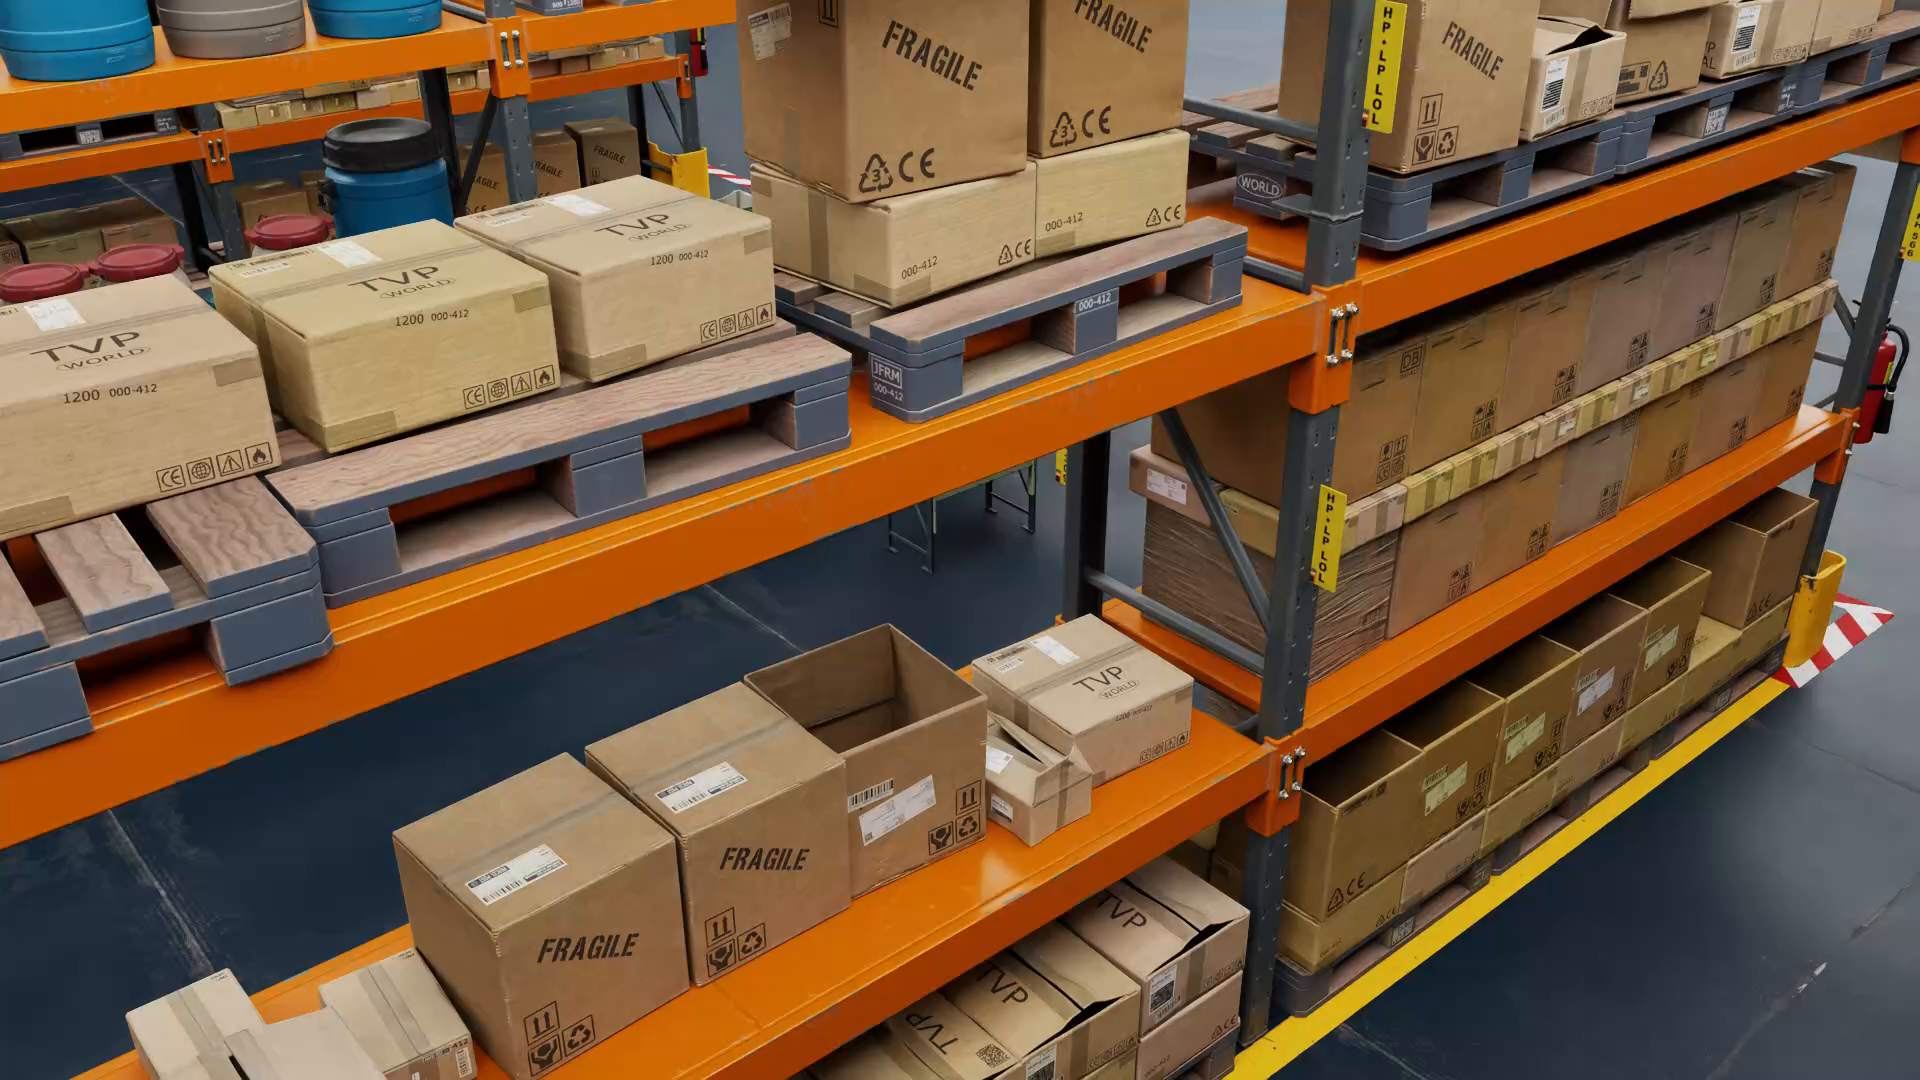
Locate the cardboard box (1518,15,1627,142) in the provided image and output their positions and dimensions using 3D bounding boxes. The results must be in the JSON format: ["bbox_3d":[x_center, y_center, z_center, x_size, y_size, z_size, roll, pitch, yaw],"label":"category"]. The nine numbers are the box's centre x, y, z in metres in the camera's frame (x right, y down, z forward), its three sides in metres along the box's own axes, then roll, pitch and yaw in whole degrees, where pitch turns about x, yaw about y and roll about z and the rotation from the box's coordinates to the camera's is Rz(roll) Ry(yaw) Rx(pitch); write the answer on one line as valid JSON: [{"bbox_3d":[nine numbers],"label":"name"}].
[{"bbox_3d":[1.694,-1.474,5.145,0.500,0.311,0.500,-24,36,-37],"label":"cardboard box"}]

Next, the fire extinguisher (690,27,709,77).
[{"bbox_3d":[-2.269,-4.332,14.255,0.183,0.674,0.296,-22,35,-35],"label":"fire extinguisher"}]

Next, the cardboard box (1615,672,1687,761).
[{"bbox_3d":[2.803,0.666,7.294,0.500,0.250,0.500,-22,35,-35],"label":"cardboard box"}]

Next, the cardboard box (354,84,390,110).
[{"bbox_3d":[-4.568,-3.419,12.732,0.250,0.149,0.380,-22,35,-35],"label":"cardboard box"}]

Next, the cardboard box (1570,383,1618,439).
[{"bbox_3d":[2.235,-0.537,6.279,0.250,0.149,0.380,-22,35,-35],"label":"cardboard box"}]

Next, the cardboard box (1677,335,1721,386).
[{"bbox_3d":[2.819,-0.772,6.718,0.250,0.149,0.380,-21,34,-33],"label":"cardboard box"}]

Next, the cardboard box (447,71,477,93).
[{"bbox_3d":[-4.046,-3.676,13.212,0.250,0.149,0.380,-22,35,-35],"label":"cardboard box"}]

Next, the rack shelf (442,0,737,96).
[{"bbox_3d":[-0.962,-3.114,9.475,4.000,0.370,1.077,-22,35,-35],"label":"rack shelf"}]

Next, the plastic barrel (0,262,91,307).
[{"bbox_3d":[-4.241,-0.985,7.767,0.433,0.535,0.433,0,28,0],"label":"plastic barrel"}]

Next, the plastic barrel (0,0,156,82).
[{"bbox_3d":[-3.725,-2.407,6.857,0.708,0.901,0.600,-22,35,-35],"label":"plastic barrel"}]

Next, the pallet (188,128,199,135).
[{"bbox_3d":[-8.211,-4.056,16.617,1.213,0.211,1.003,-22,35,-35],"label":"pallet"}]

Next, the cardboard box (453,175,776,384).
[{"bbox_3d":[-0.766,-0.598,3.718,0.500,0.250,0.500,25,37,38],"label":"cardboard box"}]

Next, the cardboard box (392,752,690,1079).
[{"bbox_3d":[-1.049,0.941,4.200,0.500,0.500,0.500,-24,36,-37],"label":"cardboard box"}]

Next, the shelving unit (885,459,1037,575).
[{"bbox_3d":[0.005,-0.664,8.900,0.755,1.500,0.431,-22,35,-35],"label":"shelving unit"}]

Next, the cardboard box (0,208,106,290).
[{"bbox_3d":[-6.554,-2.045,12.079,0.500,0.500,0.700,-22,35,-35],"label":"cardboard box"}]

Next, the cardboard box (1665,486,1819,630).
[{"bbox_3d":[3.557,0.025,7.697,0.500,0.500,0.500,-22,35,-35],"label":"cardboard box"}]

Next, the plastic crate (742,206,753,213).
[{"bbox_3d":[-1.268,-1.717,9.505,0.662,0.188,0.450,-22,35,-35],"label":"plastic crate"}]

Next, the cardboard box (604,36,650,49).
[{"bbox_3d":[-3.092,-4.513,14.090,0.500,0.500,0.875,-22,35,-35],"label":"cardboard box"}]

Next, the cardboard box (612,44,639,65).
[{"bbox_3d":[-2.929,-4.148,14.095,0.250,0.149,0.380,-22,35,-35],"label":"cardboard box"}]

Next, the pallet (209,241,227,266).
[{"bbox_3d":[-5.210,-2.261,13.256,1.213,0.211,1.003,-22,35,-35],"label":"pallet"}]

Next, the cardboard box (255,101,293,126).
[{"bbox_3d":[-5.141,-3.191,12.306,0.250,0.149,0.380,-22,35,-35],"label":"cardboard box"}]

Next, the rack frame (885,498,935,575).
[{"bbox_3d":[-0.273,-0.552,8.691,0.023,1.500,0.400,-22,35,-35],"label":"rack frame"}]

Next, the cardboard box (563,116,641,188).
[{"bbox_3d":[-3.141,-3.394,14.624,0.500,0.500,0.500,-15,32,-26],"label":"cardboard box"}]

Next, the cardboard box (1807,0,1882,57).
[{"bbox_3d":[3.067,-2.000,6.192,0.500,0.250,0.500,-22,35,-35],"label":"cardboard box"}]

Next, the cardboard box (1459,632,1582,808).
[{"bbox_3d":[2.045,0.642,6.542,0.500,0.500,0.500,-22,35,-35],"label":"cardboard box"}]

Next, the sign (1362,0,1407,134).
[{"bbox_3d":[1.088,-1.217,4.280,0.005,0.325,0.100,-22,35,-35],"label":"sign"}]

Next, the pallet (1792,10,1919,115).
[{"bbox_3d":[3.217,-2.020,6.758,1.213,0.211,1.003,-22,35,-35],"label":"pallet"}]

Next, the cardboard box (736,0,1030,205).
[{"bbox_3d":[-0.185,-1.135,3.927,0.500,0.500,0.500,-18,33,-30],"label":"cardboard box"}]

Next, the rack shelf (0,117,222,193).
[{"bbox_3d":[-7.220,-2.343,11.215,4.000,0.370,1.077,-22,35,-35],"label":"rack shelf"}]

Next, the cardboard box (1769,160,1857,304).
[{"bbox_3d":[3.368,-1.405,7.213,0.500,0.500,0.700,-22,35,-35],"label":"cardboard box"}]

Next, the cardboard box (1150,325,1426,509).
[{"bbox_3d":[1.062,-0.473,5.471,0.500,0.500,0.700,-22,35,-35],"label":"cardboard box"}]

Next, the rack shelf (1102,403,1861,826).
[{"bbox_3d":[2.250,-0.014,6.856,4.000,0.370,1.077,-22,35,-35],"label":"rack shelf"}]

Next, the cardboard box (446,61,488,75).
[{"bbox_3d":[-4.190,-4.031,13.188,0.500,0.500,0.875,-22,35,-35],"label":"cardboard box"}]

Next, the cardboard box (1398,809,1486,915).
[{"bbox_3d":[1.662,1.124,6.436,0.500,0.250,0.500,-22,35,-35],"label":"cardboard box"}]

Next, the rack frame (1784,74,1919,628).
[{"bbox_3d":[3.771,-0.943,7.832,0.127,3.000,1.000,-22,35,-35],"label":"rack frame"}]

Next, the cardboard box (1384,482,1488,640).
[{"bbox_3d":[1.459,-0.065,6.083,0.500,0.500,0.700,-22,35,-35],"label":"cardboard box"}]

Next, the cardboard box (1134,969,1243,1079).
[{"bbox_3d":[0.601,1.539,5.659,0.500,0.250,0.500,-22,35,-35],"label":"cardboard box"}]

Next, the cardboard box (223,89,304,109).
[{"bbox_3d":[-5.316,-3.563,12.313,0.500,0.500,0.875,-22,35,-35],"label":"cardboard box"}]

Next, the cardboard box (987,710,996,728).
[{"bbox_3d":[-0.078,0.589,5.231,0.250,0.149,0.380,-22,35,-35],"label":"cardboard box"}]

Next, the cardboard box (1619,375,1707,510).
[{"bbox_3d":[2.630,-0.536,6.965,0.500,0.500,0.700,-22,35,-35],"label":"cardboard box"}]

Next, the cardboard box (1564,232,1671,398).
[{"bbox_3d":[2.207,-0.934,6.333,0.500,0.500,0.700,-22,35,-35],"label":"cardboard box"}]

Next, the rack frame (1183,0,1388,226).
[{"bbox_3d":[0.728,-2.365,4.128,0.127,3.000,1.000,-22,35,-35],"label":"rack frame"}]

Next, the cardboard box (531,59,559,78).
[{"bbox_3d":[-3.503,-3.920,13.670,0.250,0.149,0.380,-22,35,-35],"label":"cardboard box"}]

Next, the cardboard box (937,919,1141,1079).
[{"bbox_3d":[0.215,1.449,5.233,0.500,0.311,0.500,-21,34,-34],"label":"cardboard box"}]

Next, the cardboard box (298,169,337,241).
[{"bbox_3d":[-4.937,-2.641,13.216,0.500,0.500,0.500,-11,30,-19],"label":"cardboard box"}]

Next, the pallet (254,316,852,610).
[{"bbox_3d":[-1.007,-0.318,3.680,1.213,0.211,1.003,-20,34,-33],"label":"pallet"}]

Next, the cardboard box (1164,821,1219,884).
[{"bbox_3d":[0.939,1.088,6.503,0.500,0.250,0.500,-22,35,-35],"label":"cardboard box"}]

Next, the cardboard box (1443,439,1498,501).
[{"bbox_3d":[1.643,-0.299,5.833,0.250,0.149,0.380,-22,35,-35],"label":"cardboard box"}]

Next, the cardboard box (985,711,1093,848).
[{"bbox_3d":[0.179,0.675,4.947,0.258,0.266,0.396,-23,36,-36],"label":"cardboard box"}]

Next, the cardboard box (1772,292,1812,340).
[{"bbox_3d":[3.406,-1.007,7.158,0.250,0.149,0.380,-21,35,-34],"label":"cardboard box"}]

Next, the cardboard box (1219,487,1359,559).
[{"bbox_3d":[1.059,-0.062,5.389,0.250,0.149,0.380,-22,35,-35],"label":"cardboard box"}]

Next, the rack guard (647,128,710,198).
[{"bbox_3d":[-2.713,-3.370,15.026,0.348,0.500,1.175,-22,35,-35],"label":"rack guard"}]

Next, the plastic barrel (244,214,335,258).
[{"bbox_3d":[-3.354,-1.342,8.435,0.433,0.535,0.433,0,28,0],"label":"plastic barrel"}]

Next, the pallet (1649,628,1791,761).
[{"bbox_3d":[3.217,0.536,8.023,1.213,0.211,1.003,-22,35,-35],"label":"pallet"}]
